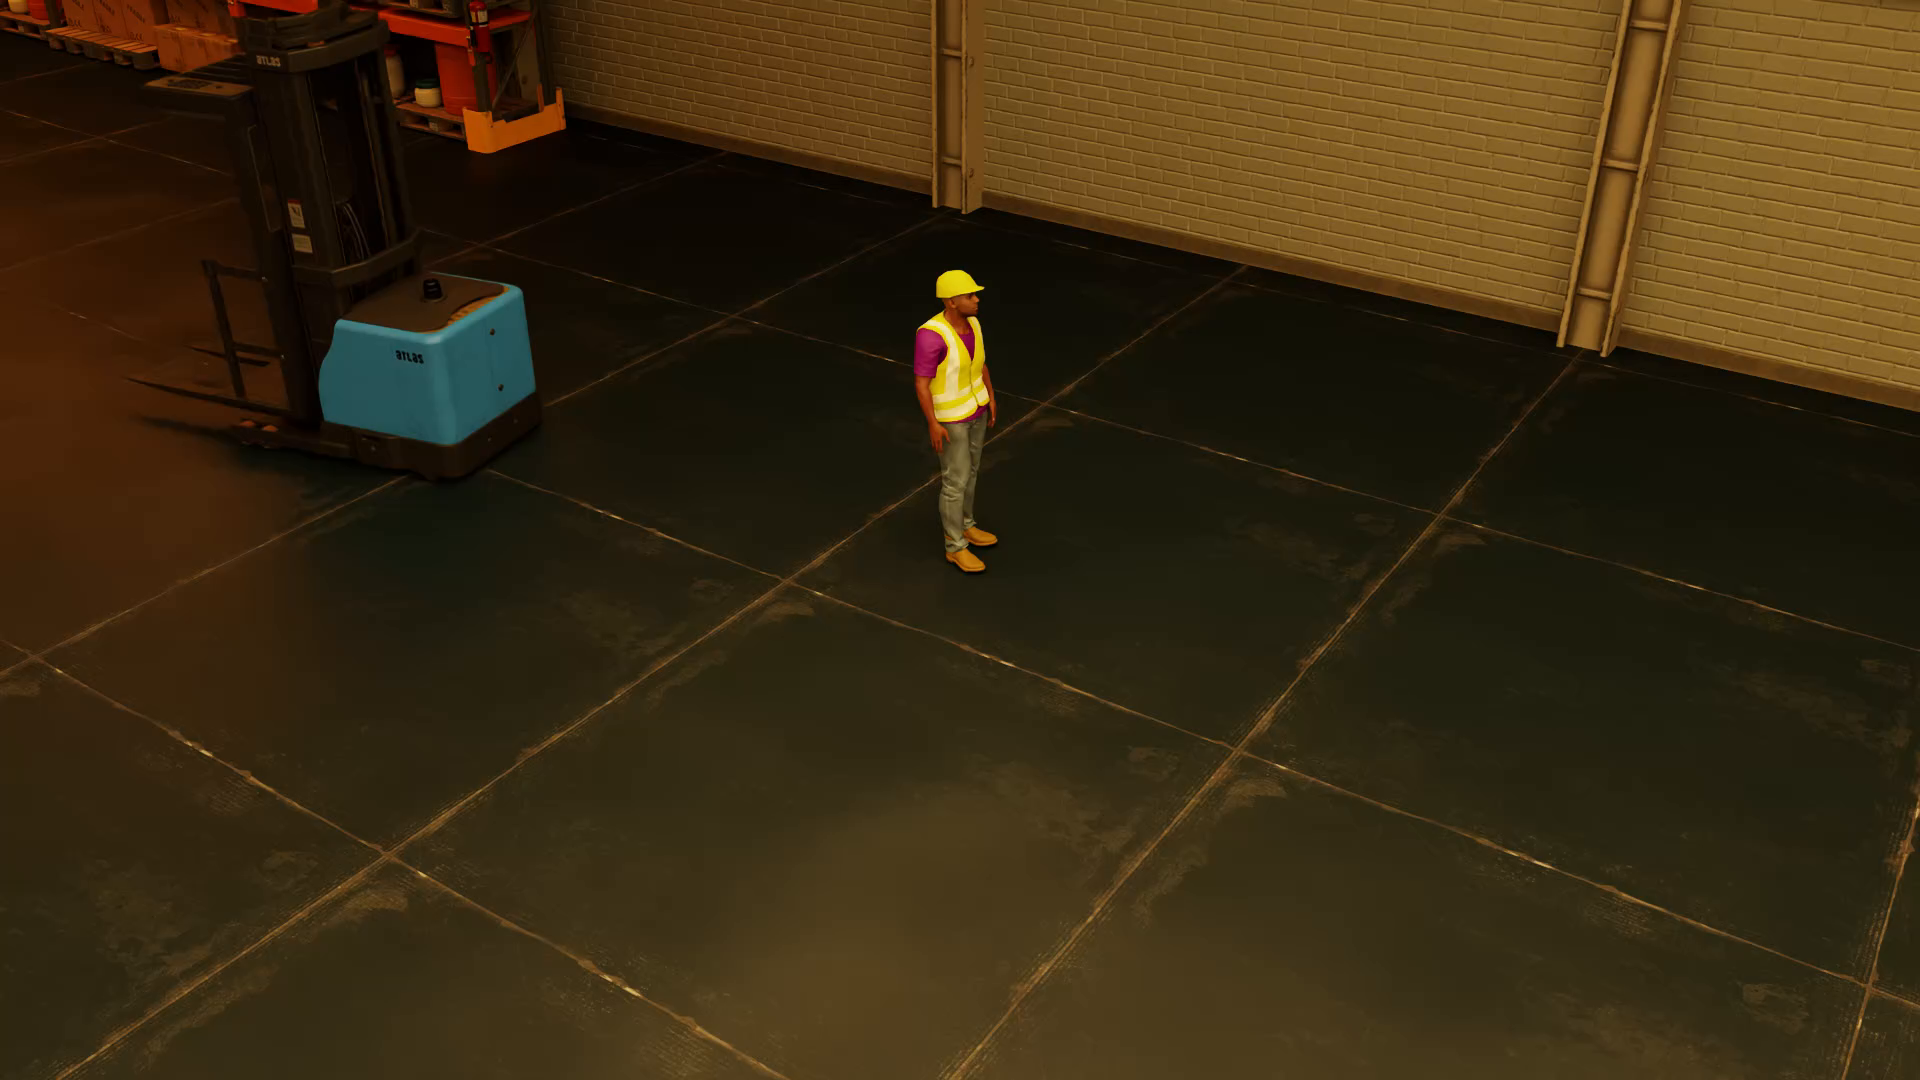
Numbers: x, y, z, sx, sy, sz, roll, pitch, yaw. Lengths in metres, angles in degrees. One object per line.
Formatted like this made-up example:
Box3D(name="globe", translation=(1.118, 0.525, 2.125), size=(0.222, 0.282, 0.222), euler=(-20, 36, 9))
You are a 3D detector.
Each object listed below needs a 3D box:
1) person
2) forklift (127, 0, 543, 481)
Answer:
Box3D(name="person", translation=(0.054, -0.748, 10.015), size=(0.577, 1.765, 0.665), euler=(19, 35, 29))
Box3D(name="forklift", translation=(-4.537, -2.130, 11.249), size=(3.031, 2.935, 1.130), euler=(11, 32, 19))
